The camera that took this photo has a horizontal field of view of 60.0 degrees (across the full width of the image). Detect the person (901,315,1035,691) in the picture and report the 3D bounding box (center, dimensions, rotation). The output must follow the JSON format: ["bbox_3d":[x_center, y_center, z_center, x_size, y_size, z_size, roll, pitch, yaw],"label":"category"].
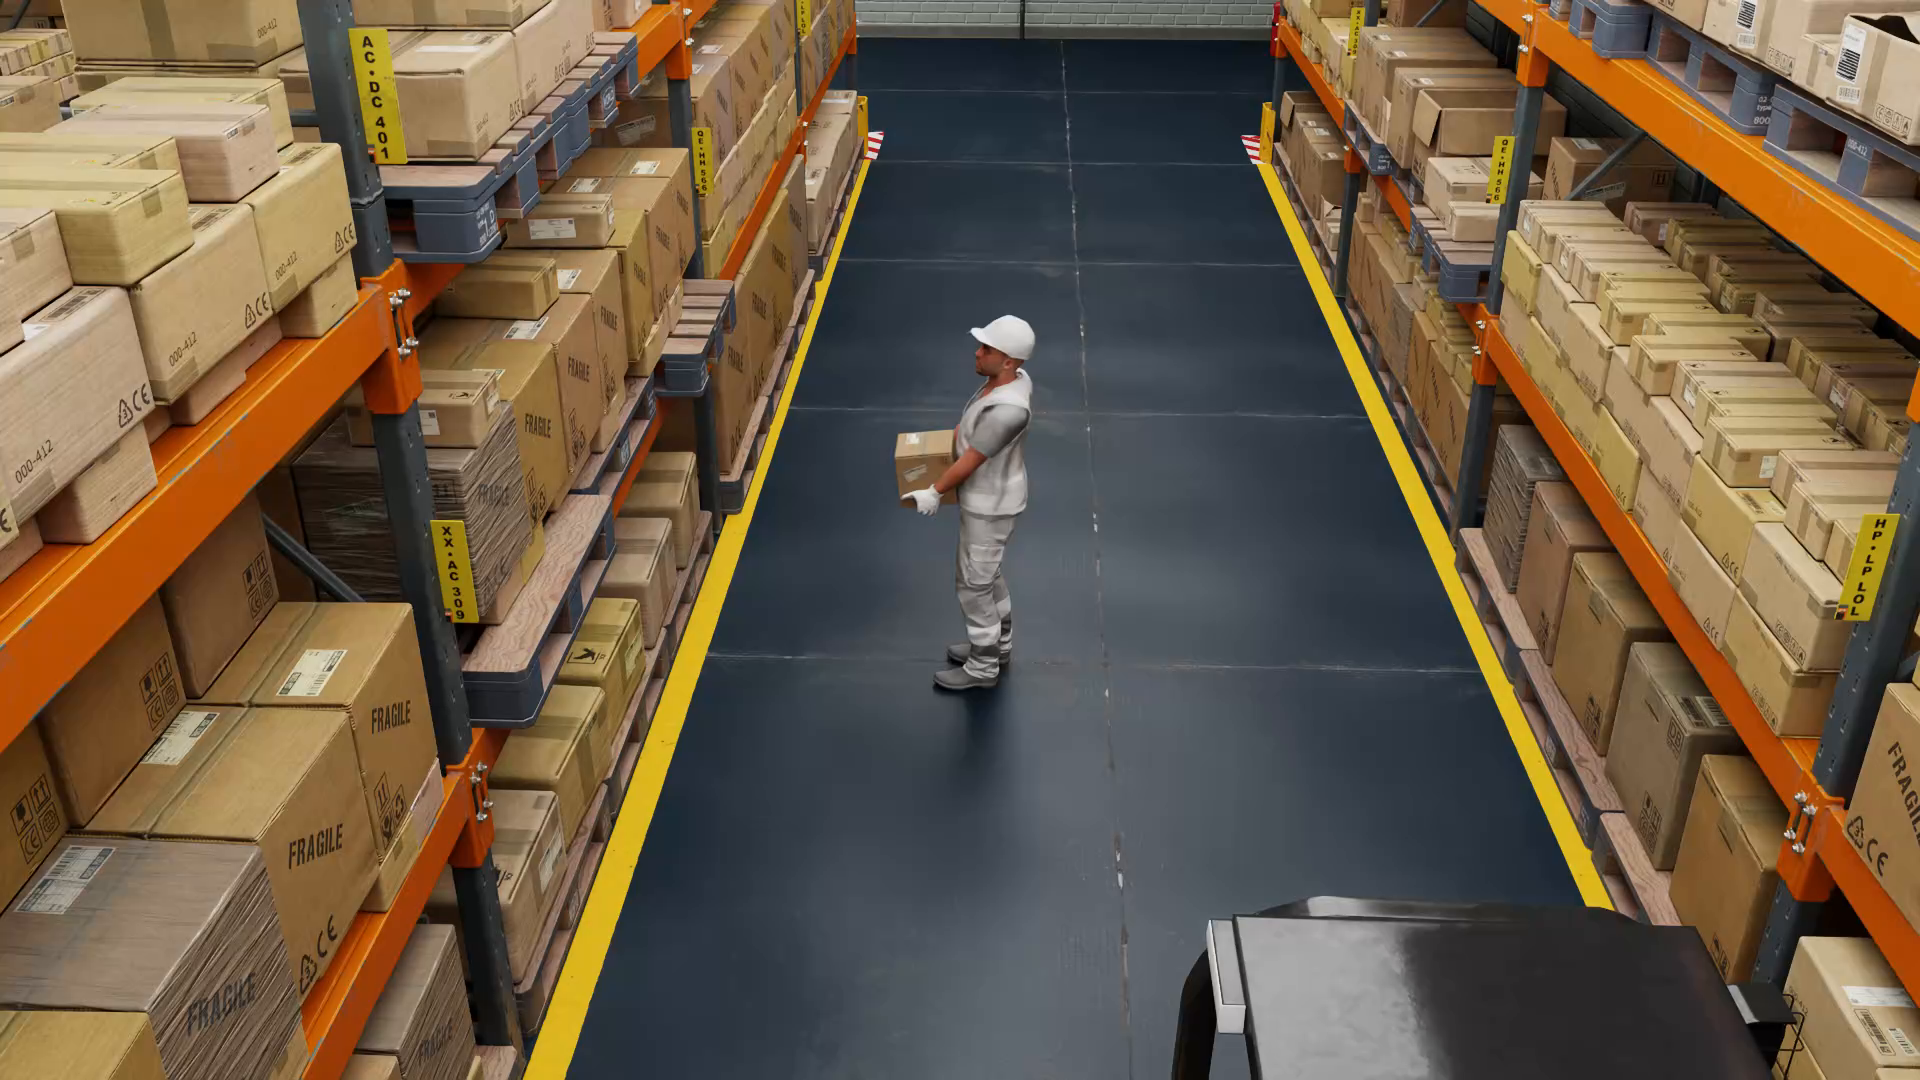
[{"bbox_3d":[0.032,-0.154,7.396,0.573,1.782,0.494,1,28,2],"label":"person"}]
